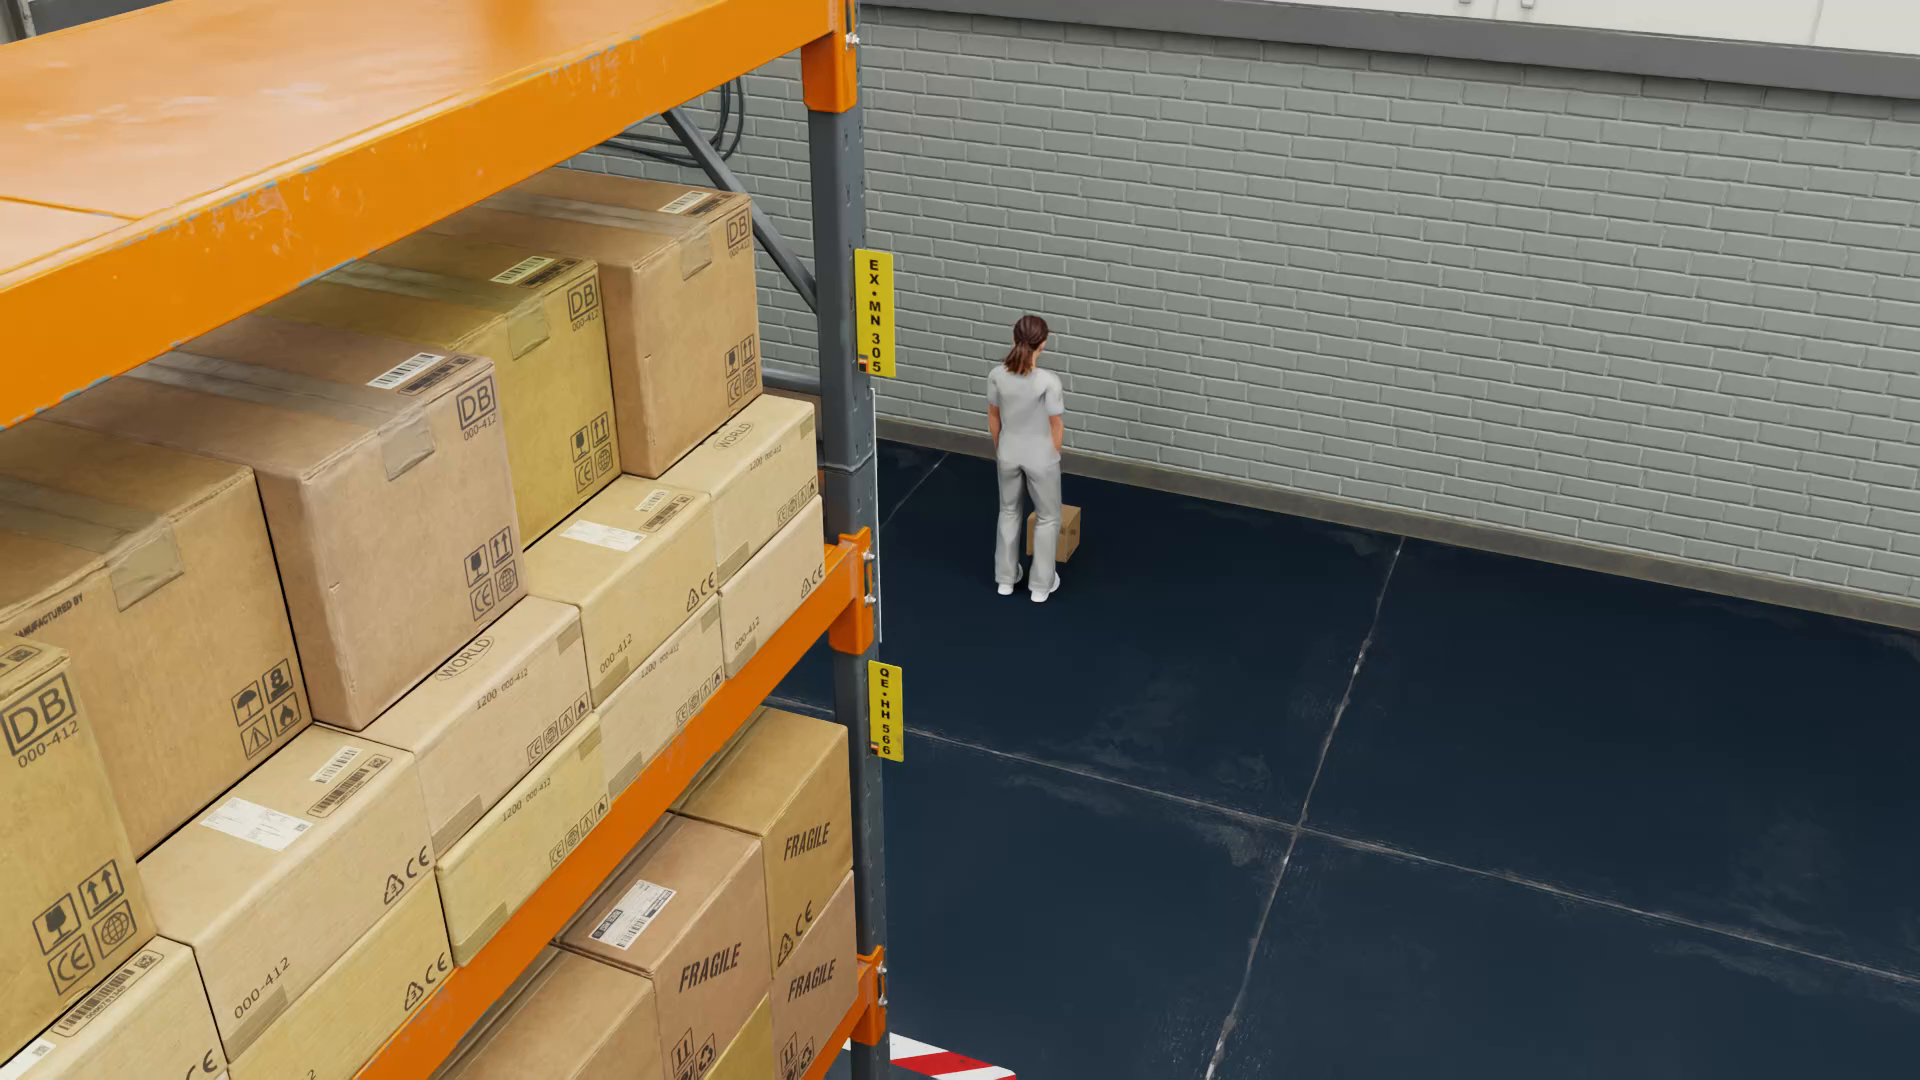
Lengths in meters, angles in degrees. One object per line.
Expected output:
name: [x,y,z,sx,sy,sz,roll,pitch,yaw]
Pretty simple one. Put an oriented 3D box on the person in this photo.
person: [0.357,-0.442,9.186,0.447,1.665,0.353,12,32,20]
